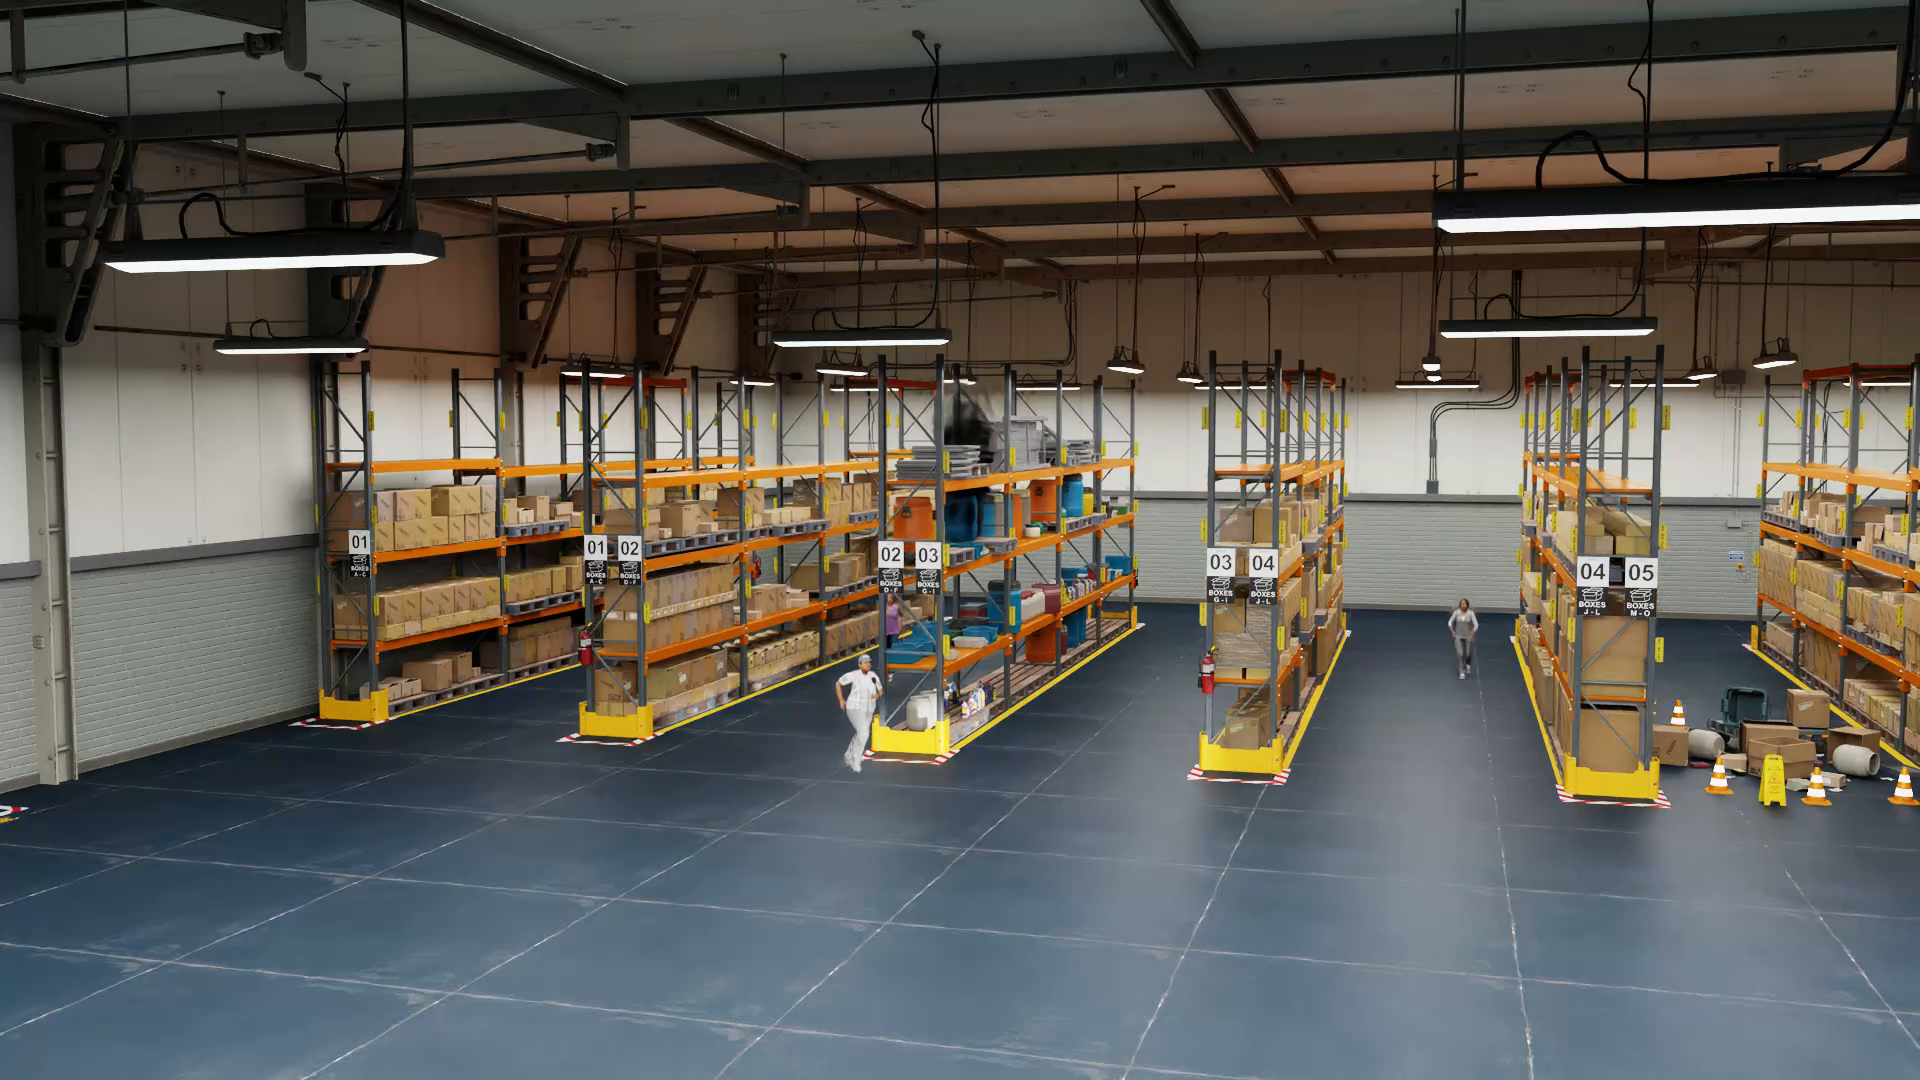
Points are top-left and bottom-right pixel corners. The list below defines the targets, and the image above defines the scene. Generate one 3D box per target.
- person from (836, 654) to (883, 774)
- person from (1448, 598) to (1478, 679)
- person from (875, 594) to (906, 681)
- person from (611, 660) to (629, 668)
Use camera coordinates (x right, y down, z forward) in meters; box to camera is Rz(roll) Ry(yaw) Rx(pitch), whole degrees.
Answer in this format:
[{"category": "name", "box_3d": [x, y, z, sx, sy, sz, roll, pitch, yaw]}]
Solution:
[{"category": "person", "box_3d": [-1.409, 2.476, 23.922, 0.600, 1.666, 0.676, -4, 5, -41]}, {"category": "person", "box_3d": [9.789, 1.908, 32.398, 0.561, 1.569, 0.568, 1, 4, 18]}, {"category": "person", "box_3d": [-1.286, 1.755, 30.606, 0.539, 1.622, 0.806, 0, 4, 5]}, {"category": "person", "box_3d": [-6.279, 1.955, 30.943, 0.659, 1.673, 0.614, 1, 4, 9]}]
